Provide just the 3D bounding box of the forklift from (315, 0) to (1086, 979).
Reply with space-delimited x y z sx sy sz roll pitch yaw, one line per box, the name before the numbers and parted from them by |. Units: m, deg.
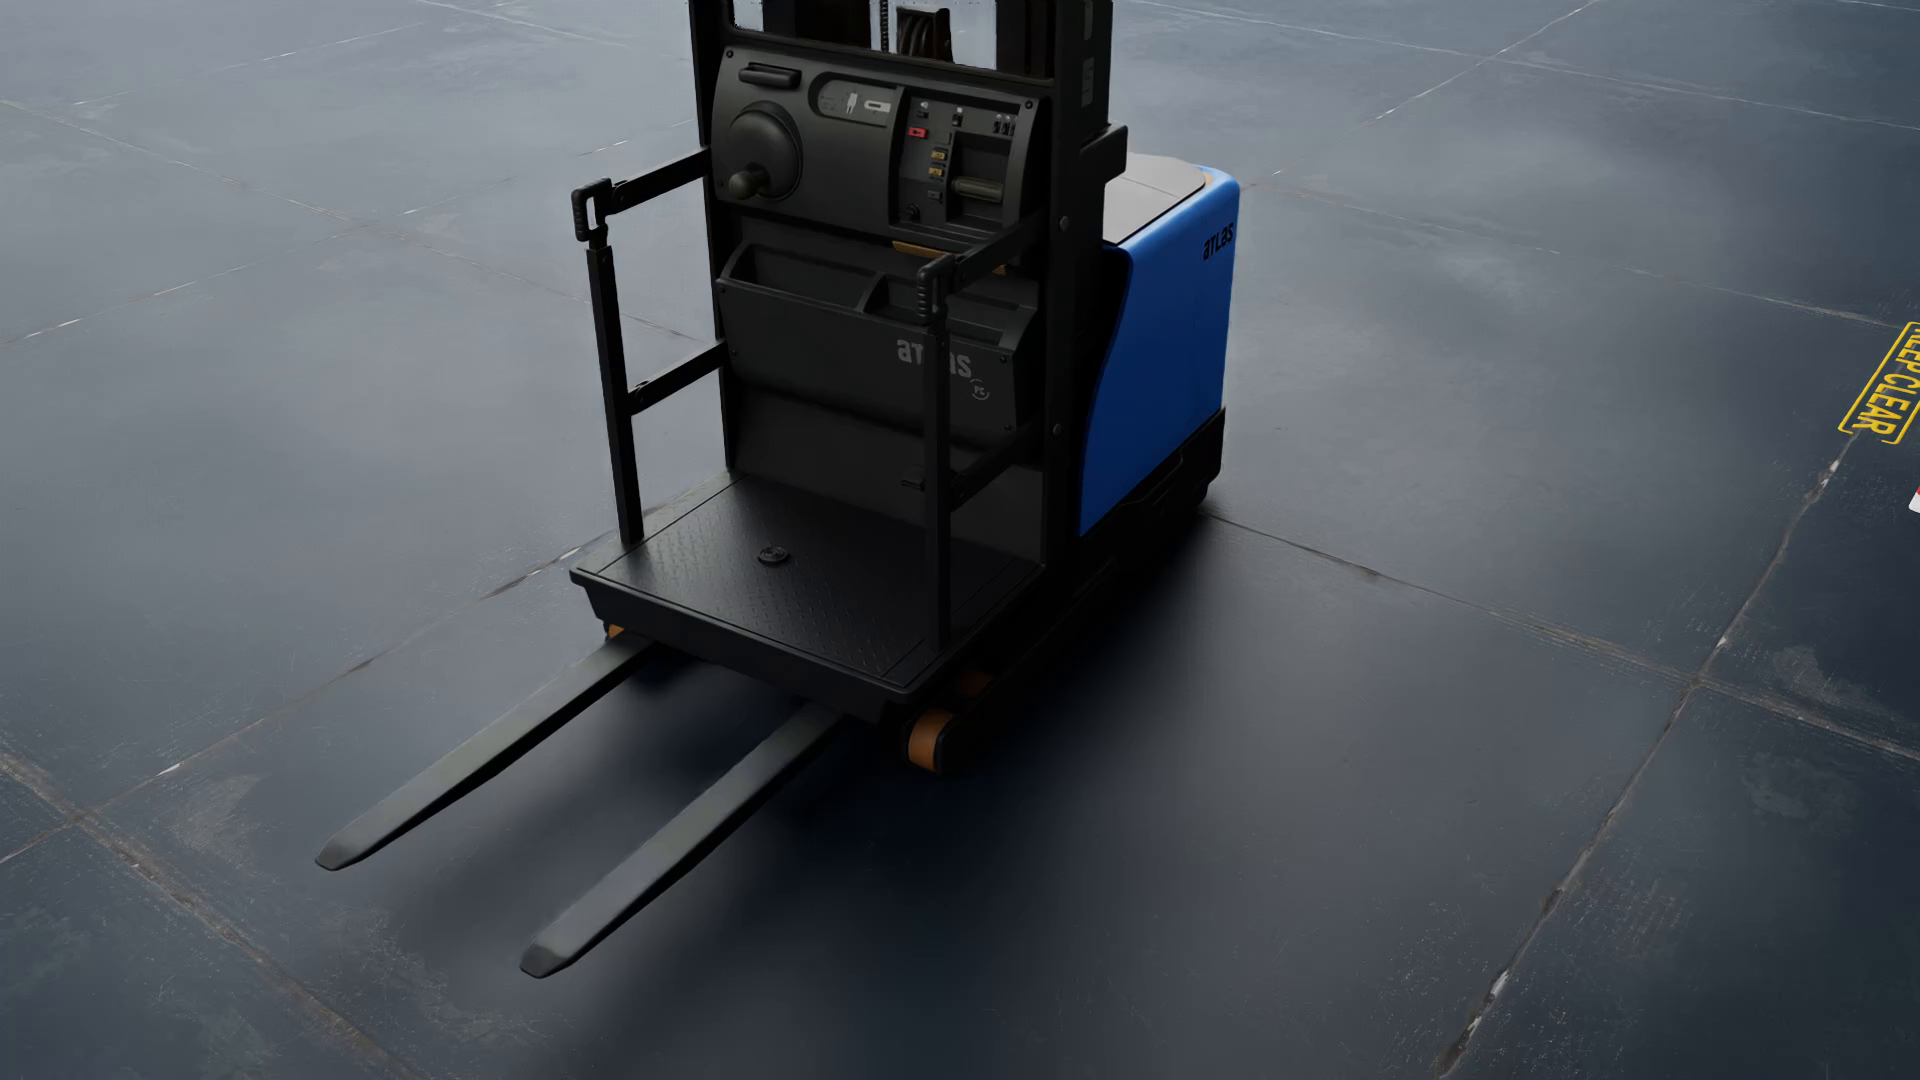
forklift | -0.345 -0.941 3.962 1.110 2.935 3.031 17 35 27
